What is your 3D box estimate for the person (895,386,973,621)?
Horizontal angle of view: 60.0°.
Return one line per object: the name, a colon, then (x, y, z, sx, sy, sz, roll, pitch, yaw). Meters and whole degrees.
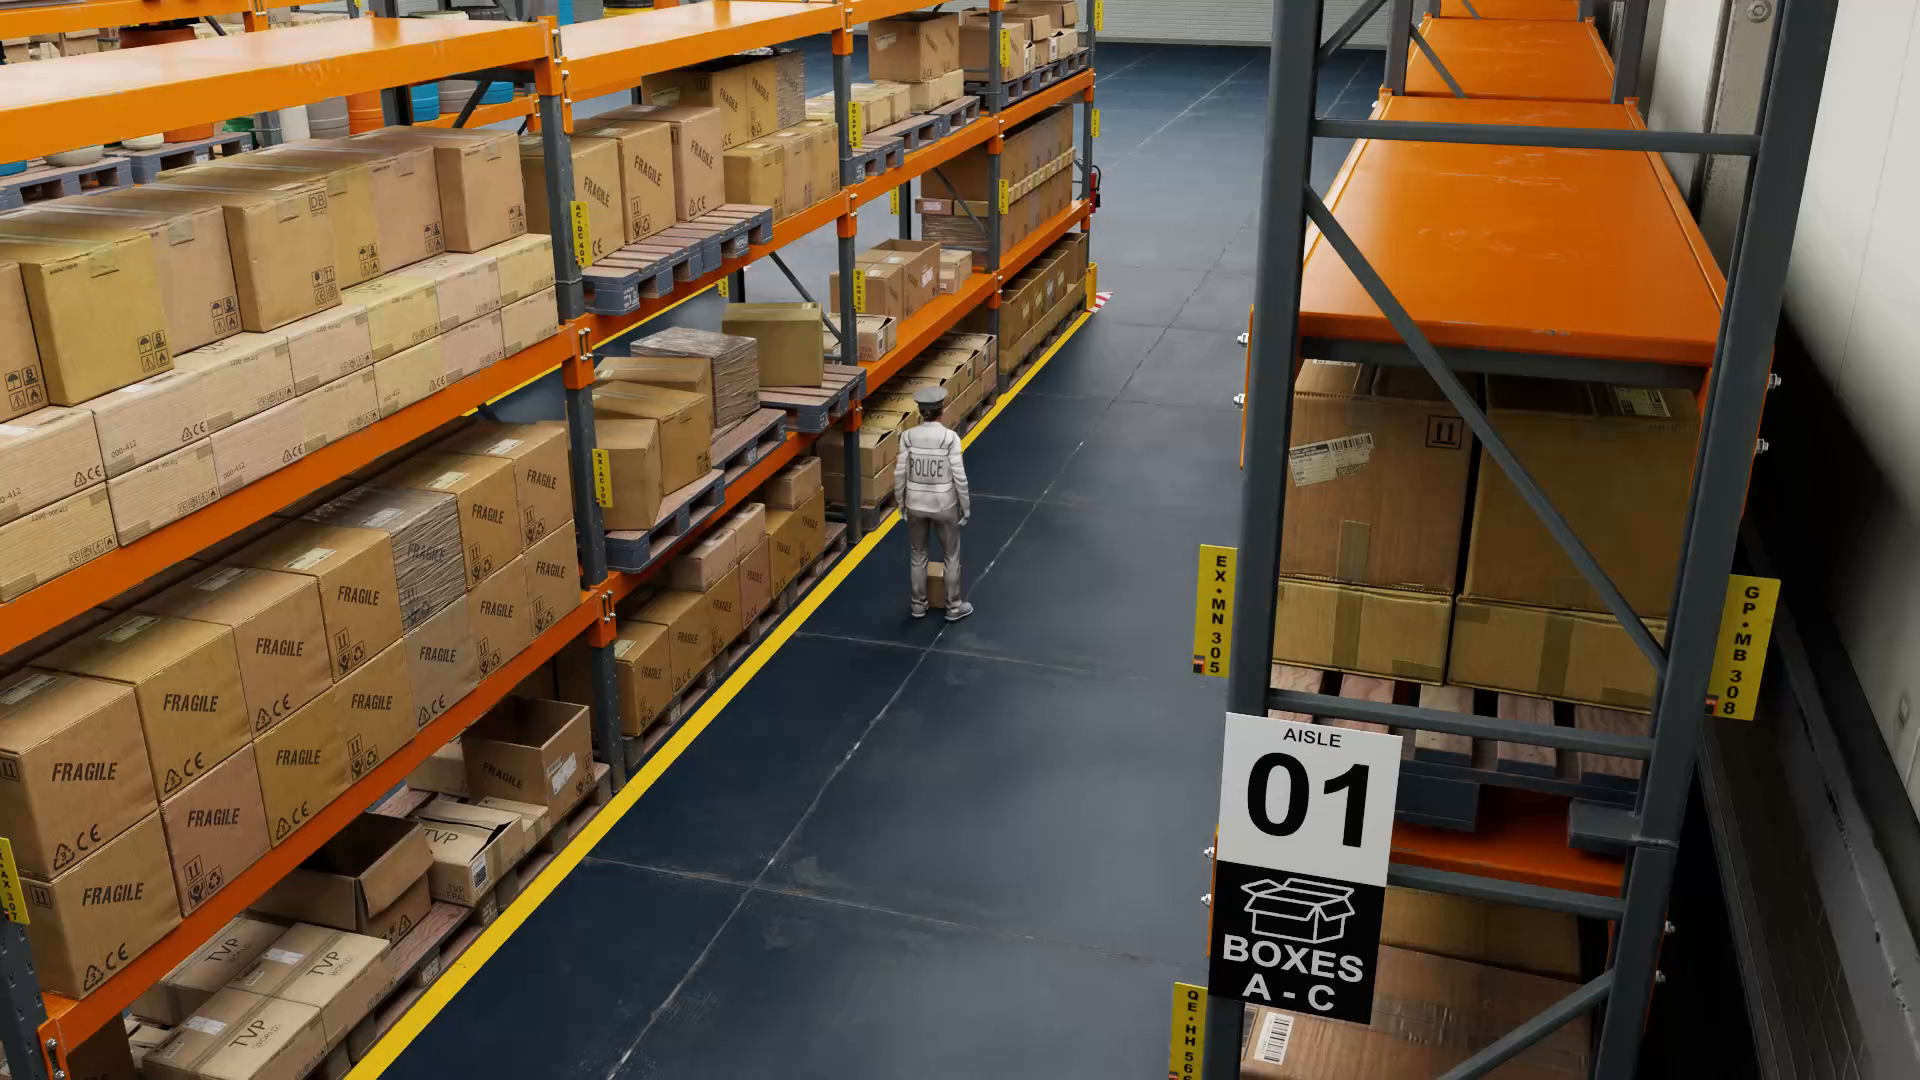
person: (-0.188, -0.236, 11.665, 0.530, 1.663, 0.377, 6, 23, 15)
